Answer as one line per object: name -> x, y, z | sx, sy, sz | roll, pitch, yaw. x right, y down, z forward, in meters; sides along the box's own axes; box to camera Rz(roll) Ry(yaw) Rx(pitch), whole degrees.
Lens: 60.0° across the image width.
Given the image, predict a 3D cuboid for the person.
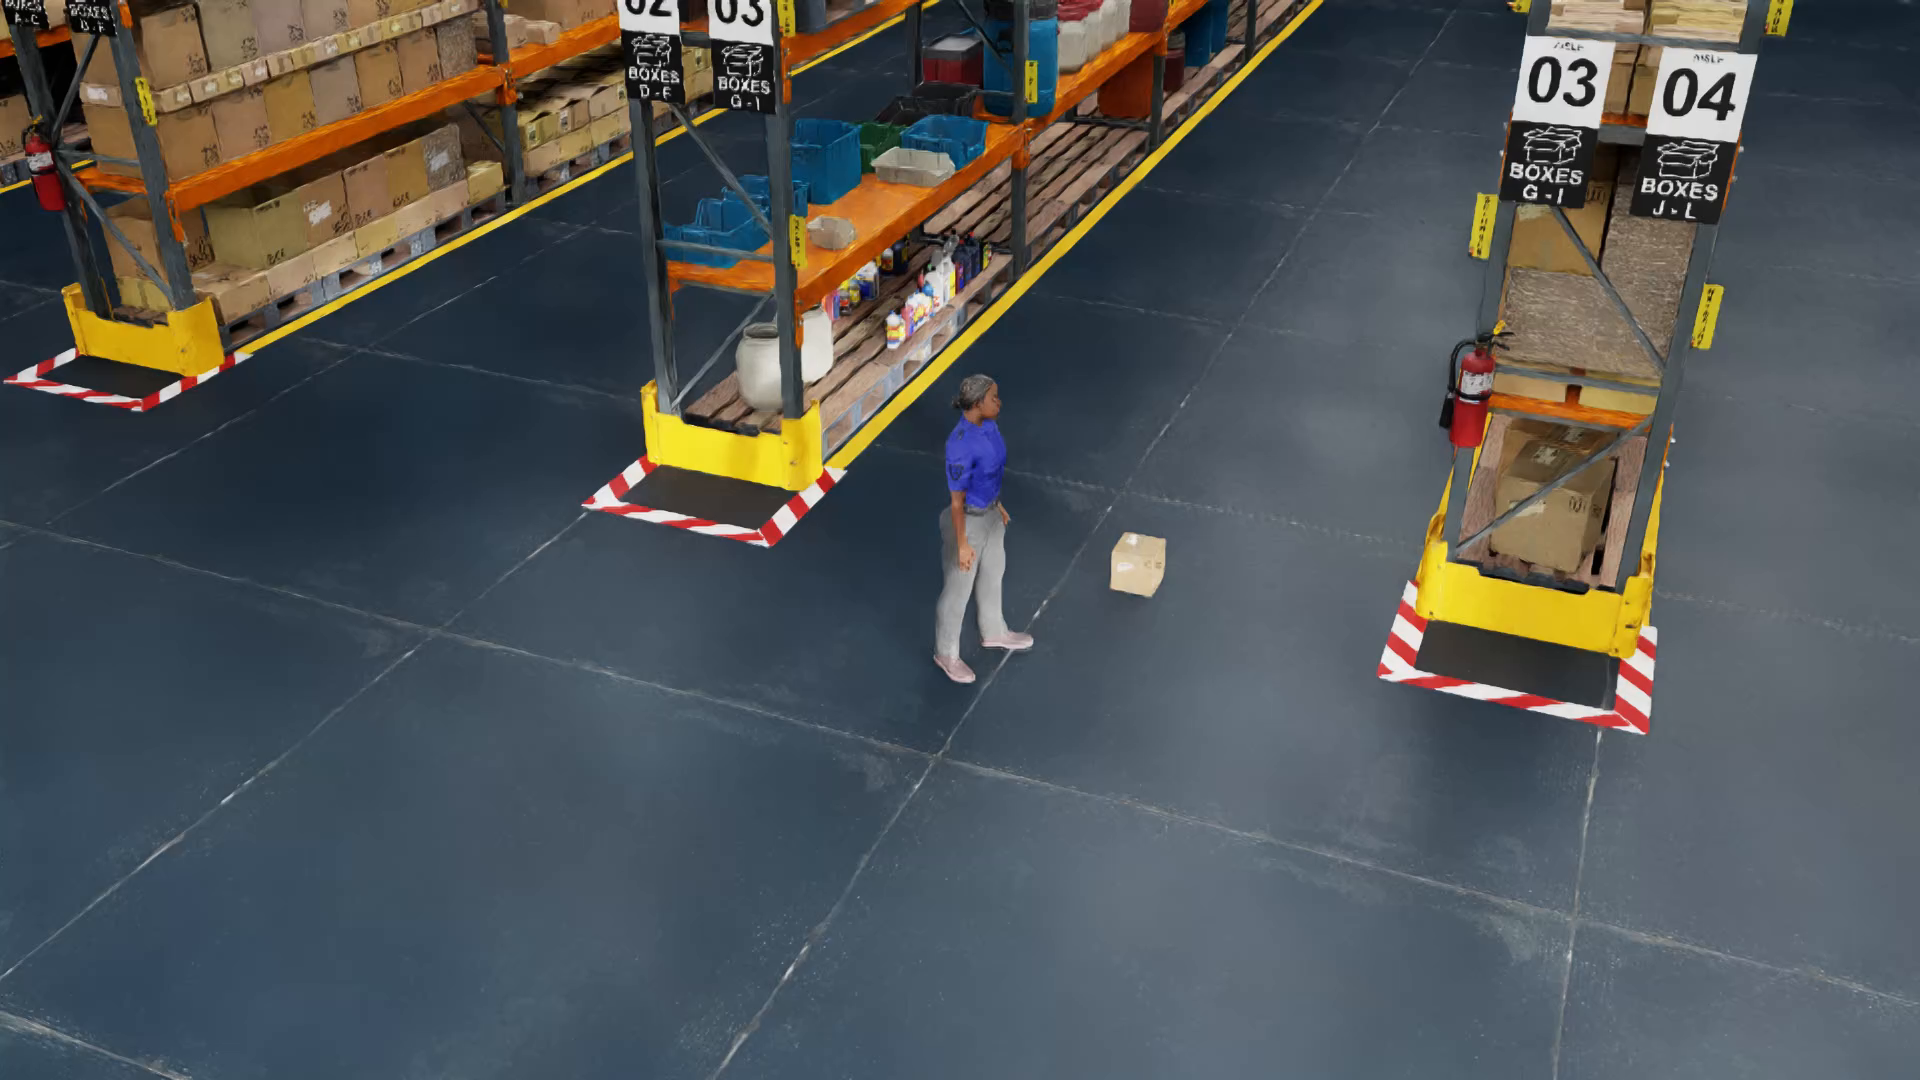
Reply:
person -> 0.118, -0.082, 8.504 | 0.451, 1.660, 0.527 | 12, 32, 20
